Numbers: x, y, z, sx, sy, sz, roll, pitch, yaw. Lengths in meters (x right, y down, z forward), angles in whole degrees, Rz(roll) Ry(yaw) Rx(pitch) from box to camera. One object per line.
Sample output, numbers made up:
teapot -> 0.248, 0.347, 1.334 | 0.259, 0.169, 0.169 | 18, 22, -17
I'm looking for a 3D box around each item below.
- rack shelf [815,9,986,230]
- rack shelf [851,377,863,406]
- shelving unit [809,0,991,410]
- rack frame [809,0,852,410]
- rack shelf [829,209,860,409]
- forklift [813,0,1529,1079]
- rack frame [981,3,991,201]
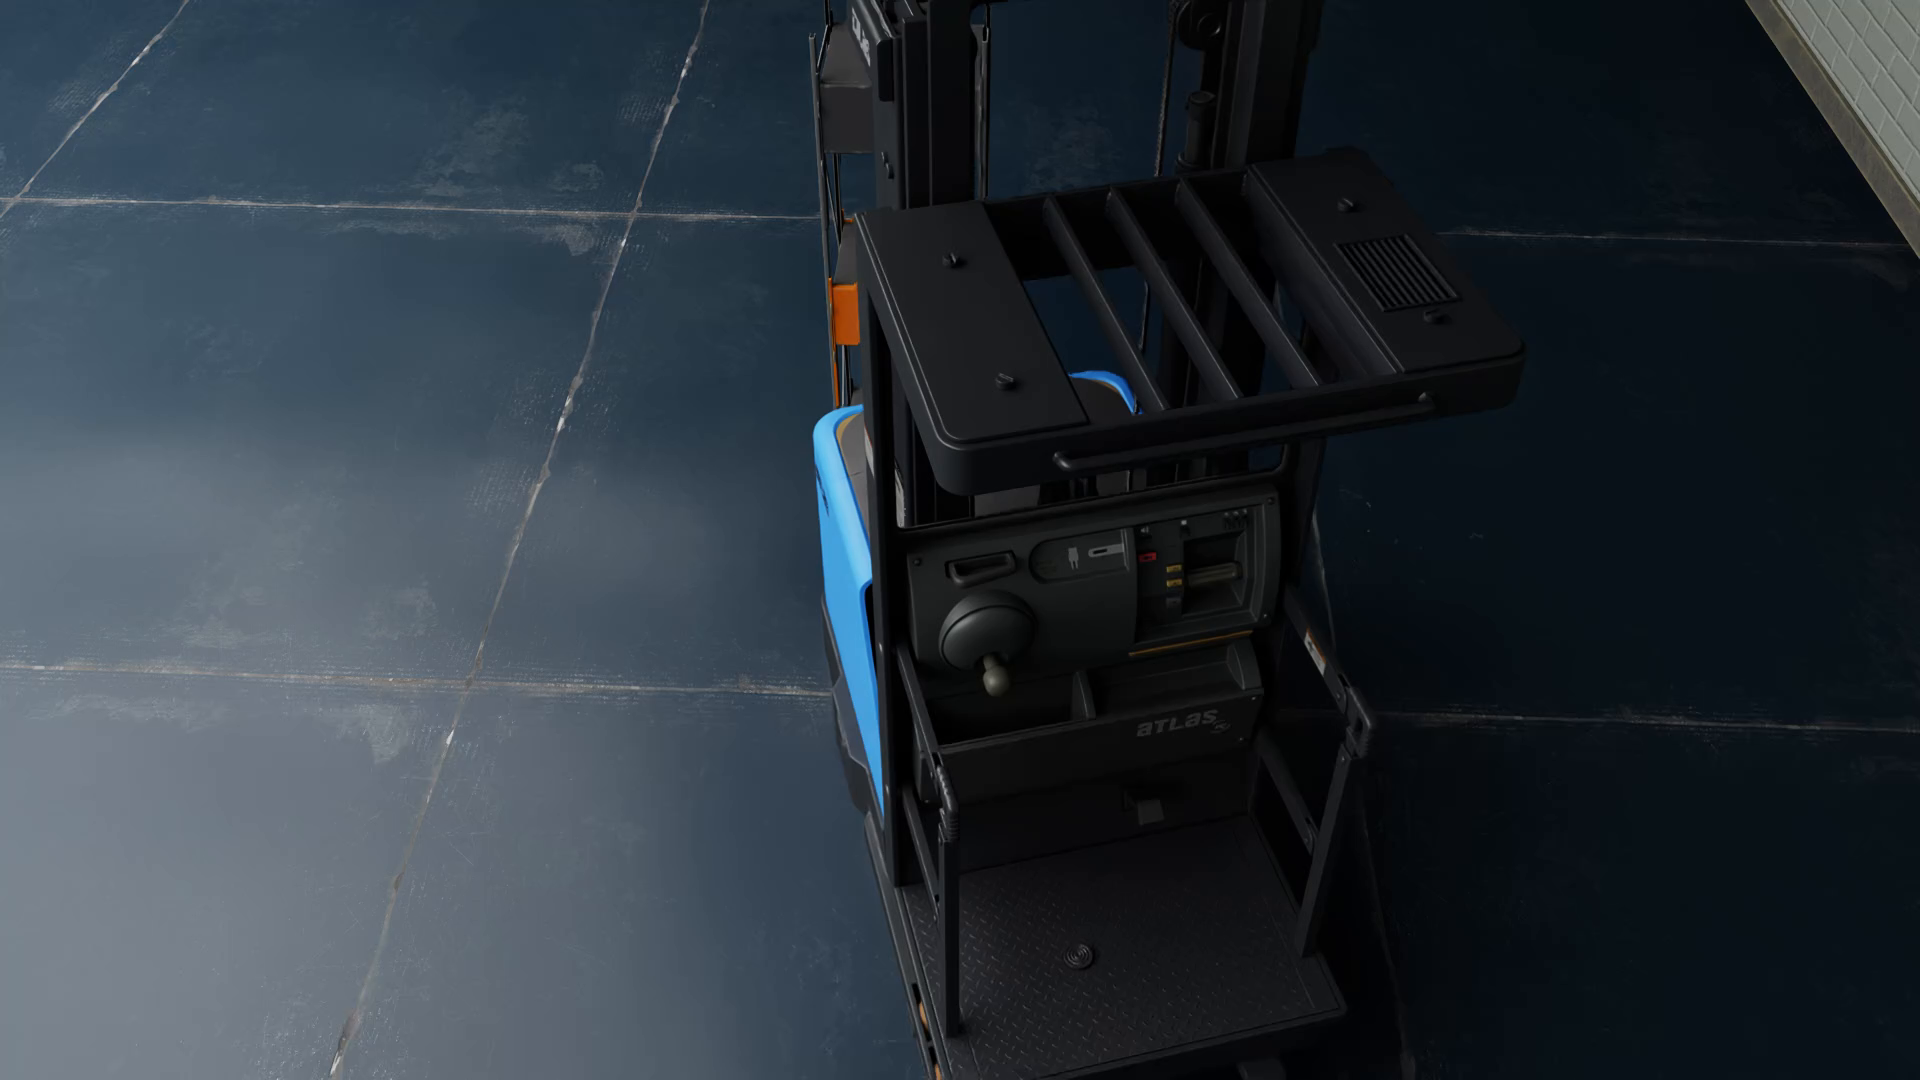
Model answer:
rack shelf -> -0.165, -1.276, 5.072 | 0.480, 0.518, 0.431 | 2, 43, 2
rack shelf -> -0.165, -0.251, 6.026 | 0.480, 0.518, 0.431 | 2, 43, 2
shelving unit -> -0.165, -0.773, 5.540 | 0.503, 2.100, 0.431 | 2, 43, 2
rack frame -> -0.409, -0.781, 5.548 | 0.015, 2.100, 0.400 | 2, 43, 2
rack shelf -> -0.165, -0.763, 5.549 | 0.480, 0.518, 0.431 | 2, 43, 2
forklift -> 0.388, 0.211, 3.873 | 1.130, 2.935, 3.031 | -10, 44, -10
rack frame -> 0.078, -0.766, 5.532 | 0.015, 2.100, 0.400 | 2, 43, 2
